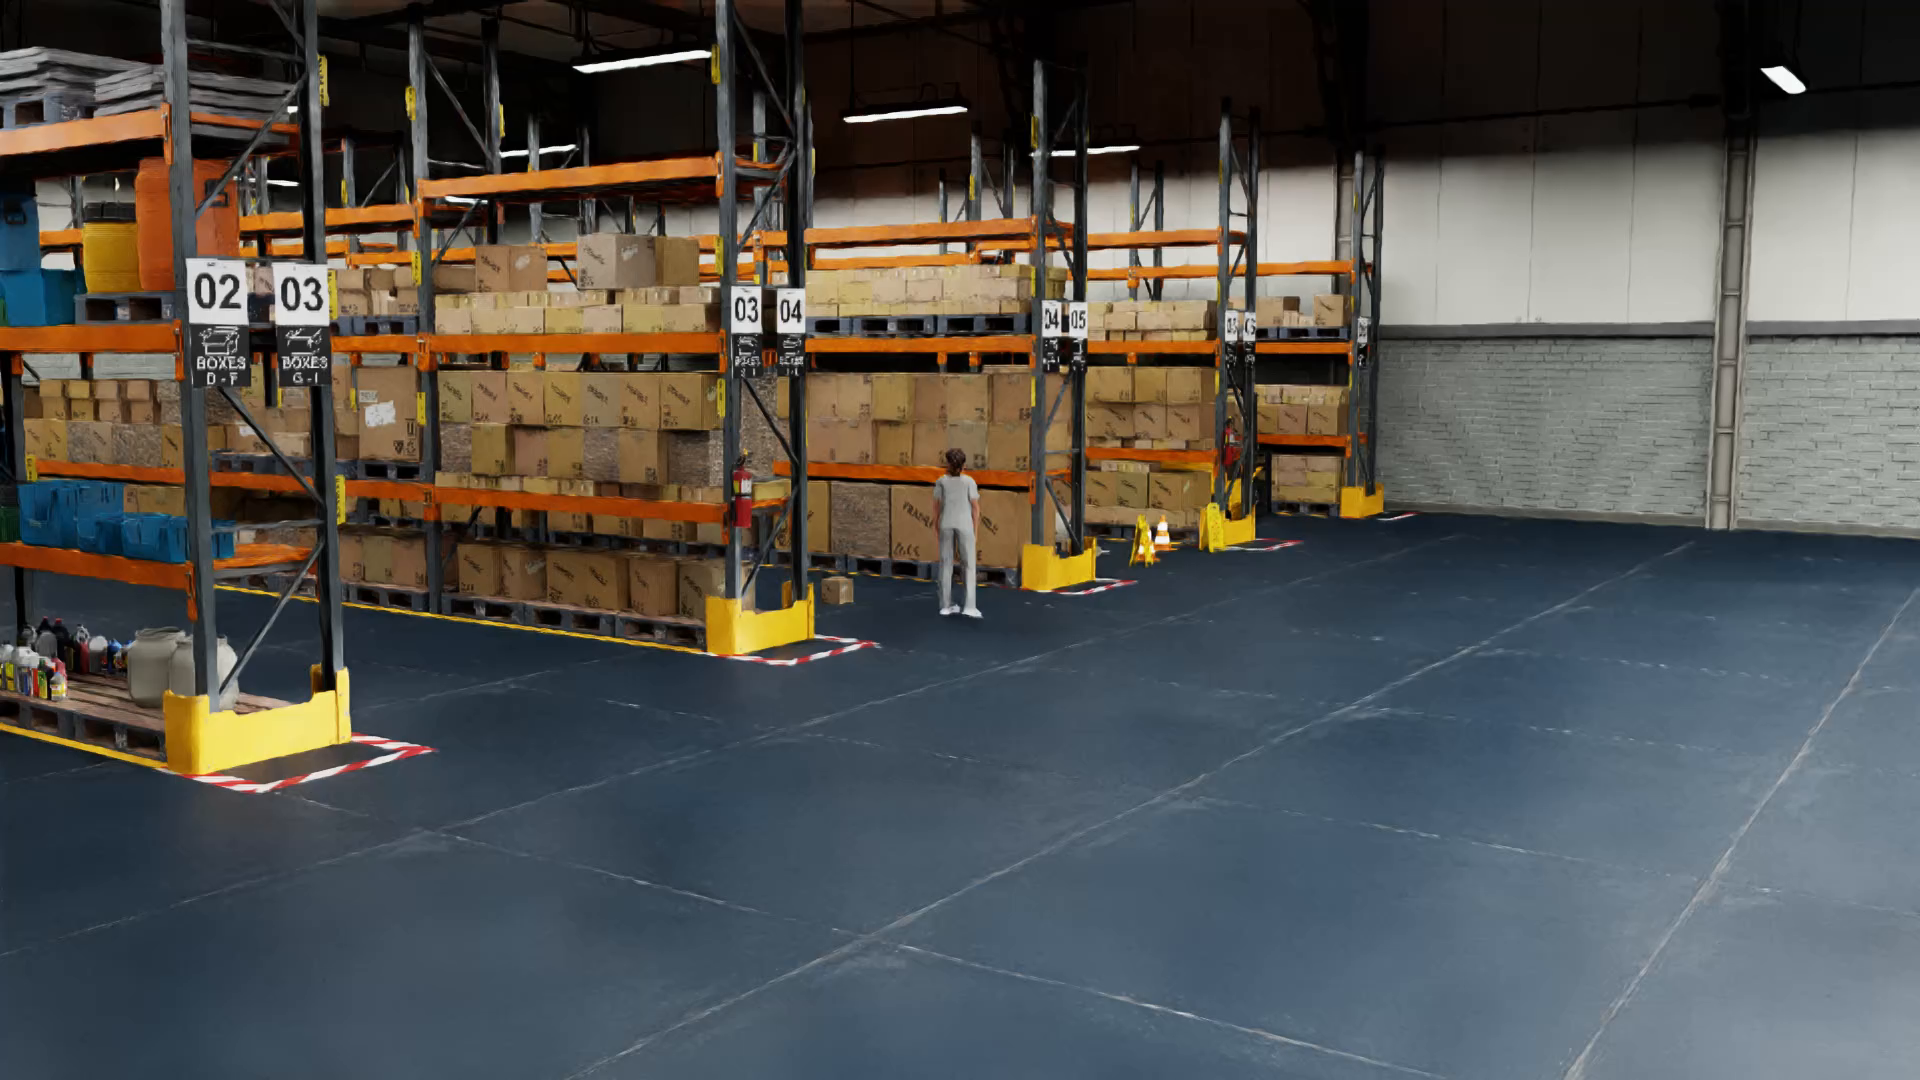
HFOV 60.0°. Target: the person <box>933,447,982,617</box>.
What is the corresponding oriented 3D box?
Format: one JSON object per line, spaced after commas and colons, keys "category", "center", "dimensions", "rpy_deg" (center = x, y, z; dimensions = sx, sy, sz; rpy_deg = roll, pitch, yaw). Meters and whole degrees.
{"category": "person", "center": [-0.031, -0.064, 16.592], "dimensions": [0.486, 1.714, 0.404], "rpy_deg": [1, 7, 11]}
